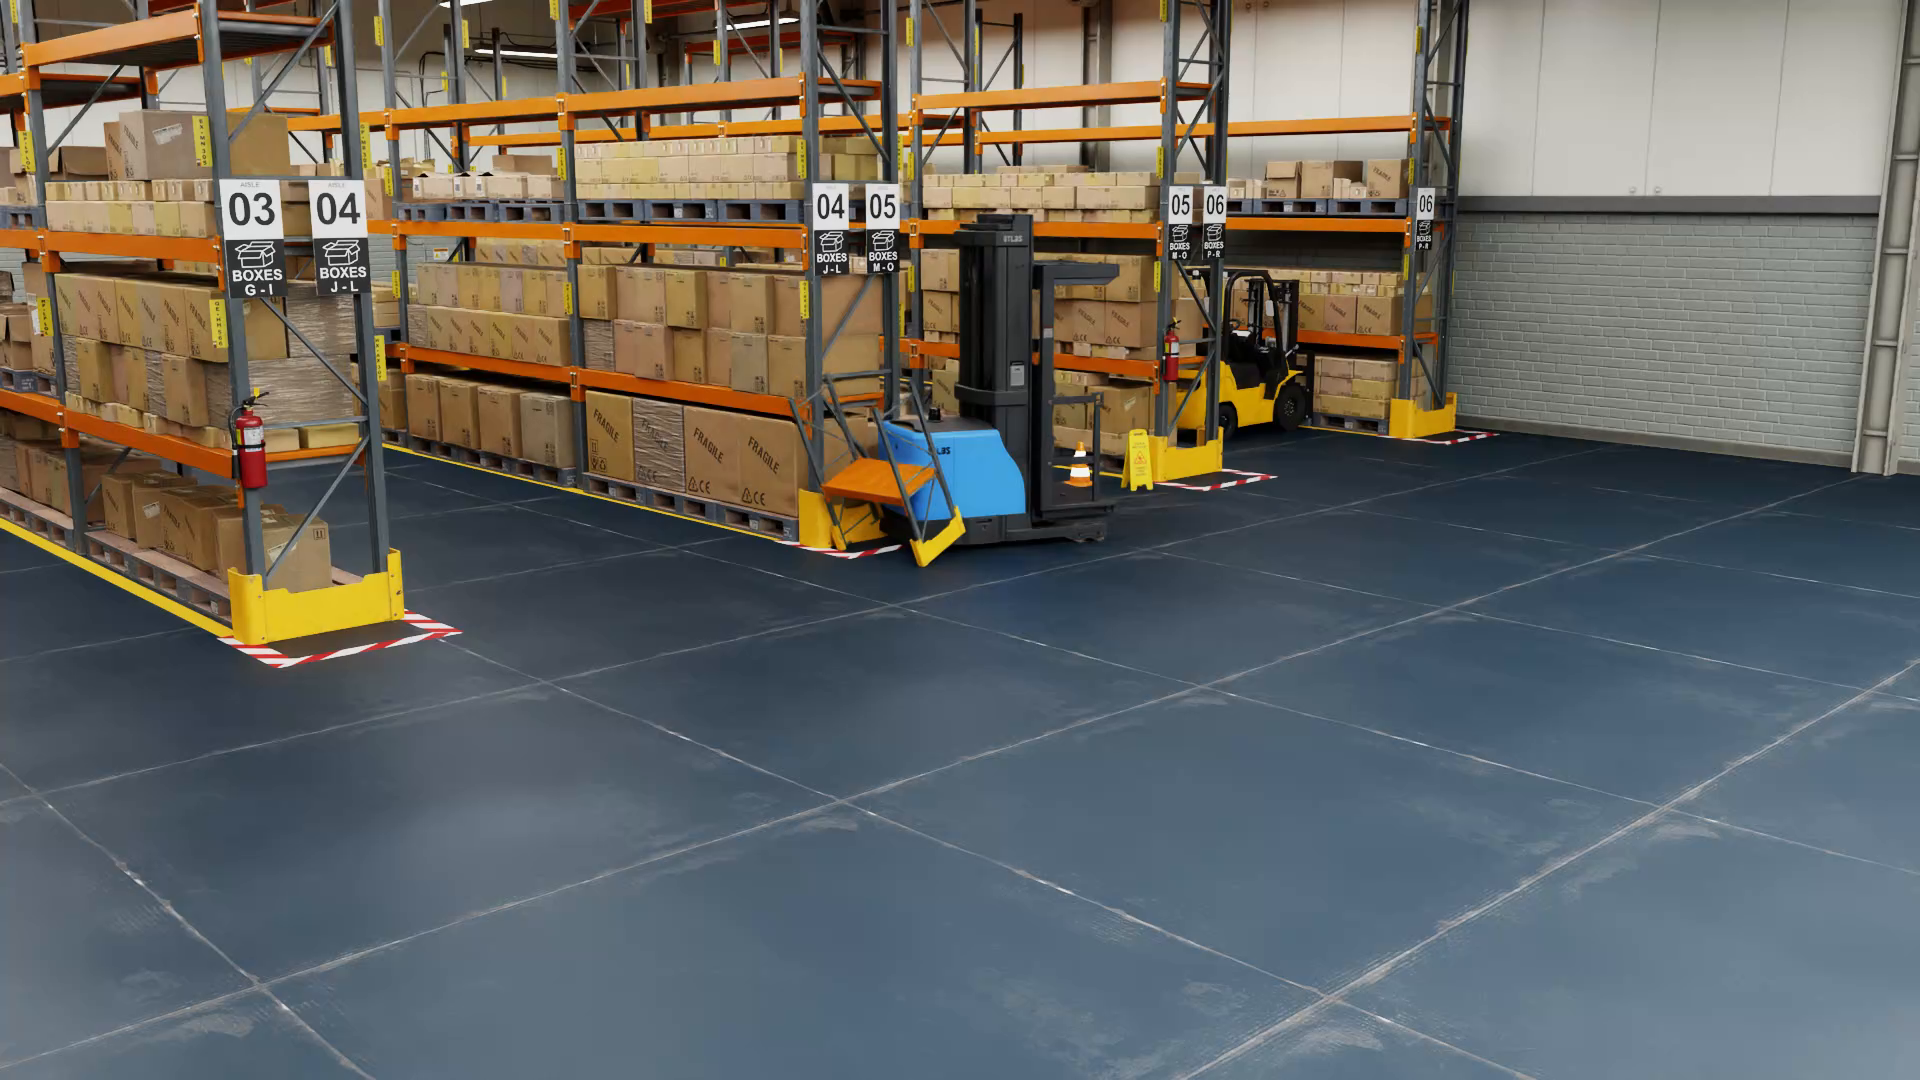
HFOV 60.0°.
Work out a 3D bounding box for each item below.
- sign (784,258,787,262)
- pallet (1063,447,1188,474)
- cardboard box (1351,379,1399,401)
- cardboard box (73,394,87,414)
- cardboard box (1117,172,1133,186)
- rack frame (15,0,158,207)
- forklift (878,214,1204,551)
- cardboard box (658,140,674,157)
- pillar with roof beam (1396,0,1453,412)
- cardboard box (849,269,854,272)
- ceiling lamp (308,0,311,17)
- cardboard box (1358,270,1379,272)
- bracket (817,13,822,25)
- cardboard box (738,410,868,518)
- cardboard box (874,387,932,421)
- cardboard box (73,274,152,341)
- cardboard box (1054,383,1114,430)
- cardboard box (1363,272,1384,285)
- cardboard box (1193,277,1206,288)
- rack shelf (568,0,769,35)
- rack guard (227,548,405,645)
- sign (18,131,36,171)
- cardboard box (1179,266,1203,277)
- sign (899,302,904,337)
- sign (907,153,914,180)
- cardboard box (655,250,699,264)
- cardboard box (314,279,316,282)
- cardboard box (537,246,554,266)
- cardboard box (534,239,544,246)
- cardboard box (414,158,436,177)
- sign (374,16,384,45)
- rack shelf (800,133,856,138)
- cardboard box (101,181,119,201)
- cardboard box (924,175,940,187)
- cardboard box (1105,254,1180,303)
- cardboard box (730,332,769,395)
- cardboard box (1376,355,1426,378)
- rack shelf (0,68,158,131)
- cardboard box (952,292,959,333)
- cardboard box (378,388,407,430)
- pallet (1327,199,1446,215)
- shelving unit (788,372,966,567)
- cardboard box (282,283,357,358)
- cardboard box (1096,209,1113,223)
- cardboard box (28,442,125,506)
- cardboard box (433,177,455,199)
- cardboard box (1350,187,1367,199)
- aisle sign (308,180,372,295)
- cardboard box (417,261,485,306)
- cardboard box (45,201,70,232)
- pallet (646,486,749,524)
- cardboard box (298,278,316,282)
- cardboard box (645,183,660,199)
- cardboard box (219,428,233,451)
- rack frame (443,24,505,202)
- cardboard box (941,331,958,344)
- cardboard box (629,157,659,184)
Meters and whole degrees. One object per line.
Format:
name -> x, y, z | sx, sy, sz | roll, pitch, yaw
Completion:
sign -> -2.588, -3.974, 24.434 | 0.100, 0.325, 0.005 | -11, 16, -43
pallet -> 1.963, -0.970, 19.436 | 1.003, 0.211, 1.213 | -11, 16, -43
cardboard box -> 5.576, -2.025, 22.180 | 0.500, 0.250, 0.500 | -11, 16, -43
cardboard box -> -7.285, -1.170, 14.116 | 0.380, 0.149, 0.250 | -11, 16, -43
cardboard box -> 1.954, -3.989, 18.393 | 0.380, 0.149, 0.250 | -11, 16, -42
rack frame -> -7.379, -4.343, 14.027 | 1.000, 3.000, 0.127 | -11, 16, -43
forklift -> 0.800, -1.504, 15.288 | 3.031, 2.935, 1.130 | -5, 13, -23
cardboard box -> -2.665, -3.749, 15.940 | 0.380, 0.149, 0.250 | -11, 16, -43
pillar with roof beam -> 3.196, -5.459, 19.447 | 9.100, 9.000, 0.400 | -11, 16, -43
cardboard box -> -1.392, -3.369, 22.145 | 0.500, 0.500, 0.500 | -10, 15, -41
ceiling lamp -> -12.106, -10.388, 28.903 | 2.000, 3.185, 0.800 | -11, 16, -43
cardboard box -> 5.552, -3.602, 22.710 | 0.380, 0.149, 0.250 | -11, 16, -42
bracket -> -2.521, -9.585, 30.550 | 0.235, 0.232, 0.430 | -11, 16, -43
cardboard box -> -1.475, -0.752, 15.690 | 0.875, 0.875, 0.875 | -11, 16, -42
cardboard box -> -0.575, -1.780, 21.928 | 0.950, 0.372, 0.625 | -11, 16, -42
cardboard box -> -6.906, -1.915, 13.648 | 0.500, 0.500, 0.500 | -11, 16, -43
cardboard box -> 1.446, -1.584, 19.420 | 0.500, 0.500, 0.500 | -10, 15, -40
cardboard box -> 5.546, -3.461, 22.021 | 0.380, 0.149, 0.250 | -11, 16, -42
cardboard box -> 3.586, -3.723, 24.034 | 0.380, 0.149, 0.250 | -10, 16, -41
rack shelf -> -4.355, -7.875, 24.717 | 1.077, 0.370, 4.000 | -11, 16, -43
rack guard -> -4.669, 0.393, 12.105 | 1.175, 0.500, 0.348 | -11, 16, -43
sign -> -7.778, -3.242, 13.860 | 0.100, 0.325, 0.005 | -11, 16, -43
cardboard box -> 3.382, -3.902, 24.163 | 0.380, 0.149, 0.250 | -10, 16, -41
sign -> -0.554, -2.036, 15.358 | 0.100, 0.325, 0.005 | -11, 16, -43
sign -> -0.610, -4.623, 20.563 | 0.100, 0.325, 0.005 | -11, 16, -43
cardboard box -> -4.218, -4.094, 24.961 | 0.500, 0.500, 0.500 | -11, 16, -43
cardboard box -> -8.828, -3.591, 23.353 | 0.380, 0.149, 0.250 | -10, 15, -40
cardboard box -> -6.606, -4.597, 27.404 | 0.500, 0.500, 0.500 | -11, 16, -43
cardboard box -> -6.834, -4.967, 27.592 | 0.380, 0.149, 0.250 | -11, 16, -43
cardboard box -> -6.920, -4.730, 21.197 | 0.396, 0.266, 0.258 | -11, 16, -43
sign -> -6.870, -6.022, 19.668 | 0.100, 0.325, 0.005 | -11, 16, -43
rack shelf -> -3.530, -7.521, 31.247 | 1.077, 0.370, 4.000 | -11, 16, -43
cardboard box -> -6.450, -2.720, 12.968 | 0.380, 0.149, 0.250 | -11, 16, -44
cardboard box -> -0.230, -4.430, 20.534 | 0.380, 0.149, 0.250 | -11, 16, -44
cardboard box -> 2.040, -2.930, 18.575 | 0.500, 0.500, 0.700 | 11, 16, 44
cardboard box -> -1.644, -1.695, 15.674 | 0.875, 0.550, 0.550 | -11, 16, -43
cardboard box -> 5.943, -2.339, 22.464 | 0.500, 0.250, 0.500 | -11, 16, -43
rack shelf -> -8.760, -4.086, 15.557 | 1.077, 0.370, 4.000 | -11, 16, -43
cardboard box -> 0.254, -2.807, 20.455 | 0.500, 0.500, 0.500 | -11, 16, -43
cardboard box -> -7.128, -1.705, 21.248 | 0.500, 0.500, 0.500 | -11, 16, -43
pallet -> 5.669, -4.426, 22.086 | 1.003, 0.211, 1.213 | -11, 16, -43
shelving unit -> -0.727, -0.626, 14.293 | 1.083, 1.500, 0.587 | 10, 39, 41
cardboard box -> -4.799, -1.623, 12.232 | 0.500, 0.500, 0.500 | -11, 16, -43
cardboard box -> 1.748, -3.636, 18.653 | 0.380, 0.149, 0.250 | -10, 15, -41
cardboard box -> -8.490, -0.642, 16.036 | 0.500, 0.500, 0.700 | 10, 15, 40
cardboard box -> -5.797, -4.105, 19.393 | 0.500, 0.250, 0.500 | -10, 16, -41
cardboard box -> 5.347, -4.573, 21.913 | 0.250, 0.149, 0.380 | 11, 16, 44
aisle sign -> -4.357, -2.127, 11.696 | 0.394, 0.787, 0.004 | -11, 16, -43
cardboard box -> -6.181, -3.136, 20.313 | 0.700, 0.500, 0.500 | -11, 16, -43
cardboard box -> -7.253, -2.699, 13.853 | 0.500, 0.250, 0.500 | 11, 16, 43
pallet -> -2.406, -0.415, 16.741 | 1.003, 0.211, 1.213 | -11, 16, -43
cardboard box -> -9.406, -3.550, 24.064 | 0.500, 0.500, 0.500 | -11, 16, -44
cardboard box -> -2.835, -3.395, 16.197 | 0.380, 0.149, 0.250 | -11, 16, -43
cardboard box -> -5.135, -0.747, 12.064 | 0.380, 0.149, 0.250 | -11, 16, -43
rack frame -> -8.498, -7.475, 29.230 | 1.000, 3.000, 0.127 | -11, 16, -43
cardboard box -> -0.014, -2.542, 20.777 | 0.380, 0.149, 0.250 | -10, 15, -41
cardboard box -> -2.888, -3.619, 16.296 | 0.500, 0.250, 0.500 | -11, 16, -43
